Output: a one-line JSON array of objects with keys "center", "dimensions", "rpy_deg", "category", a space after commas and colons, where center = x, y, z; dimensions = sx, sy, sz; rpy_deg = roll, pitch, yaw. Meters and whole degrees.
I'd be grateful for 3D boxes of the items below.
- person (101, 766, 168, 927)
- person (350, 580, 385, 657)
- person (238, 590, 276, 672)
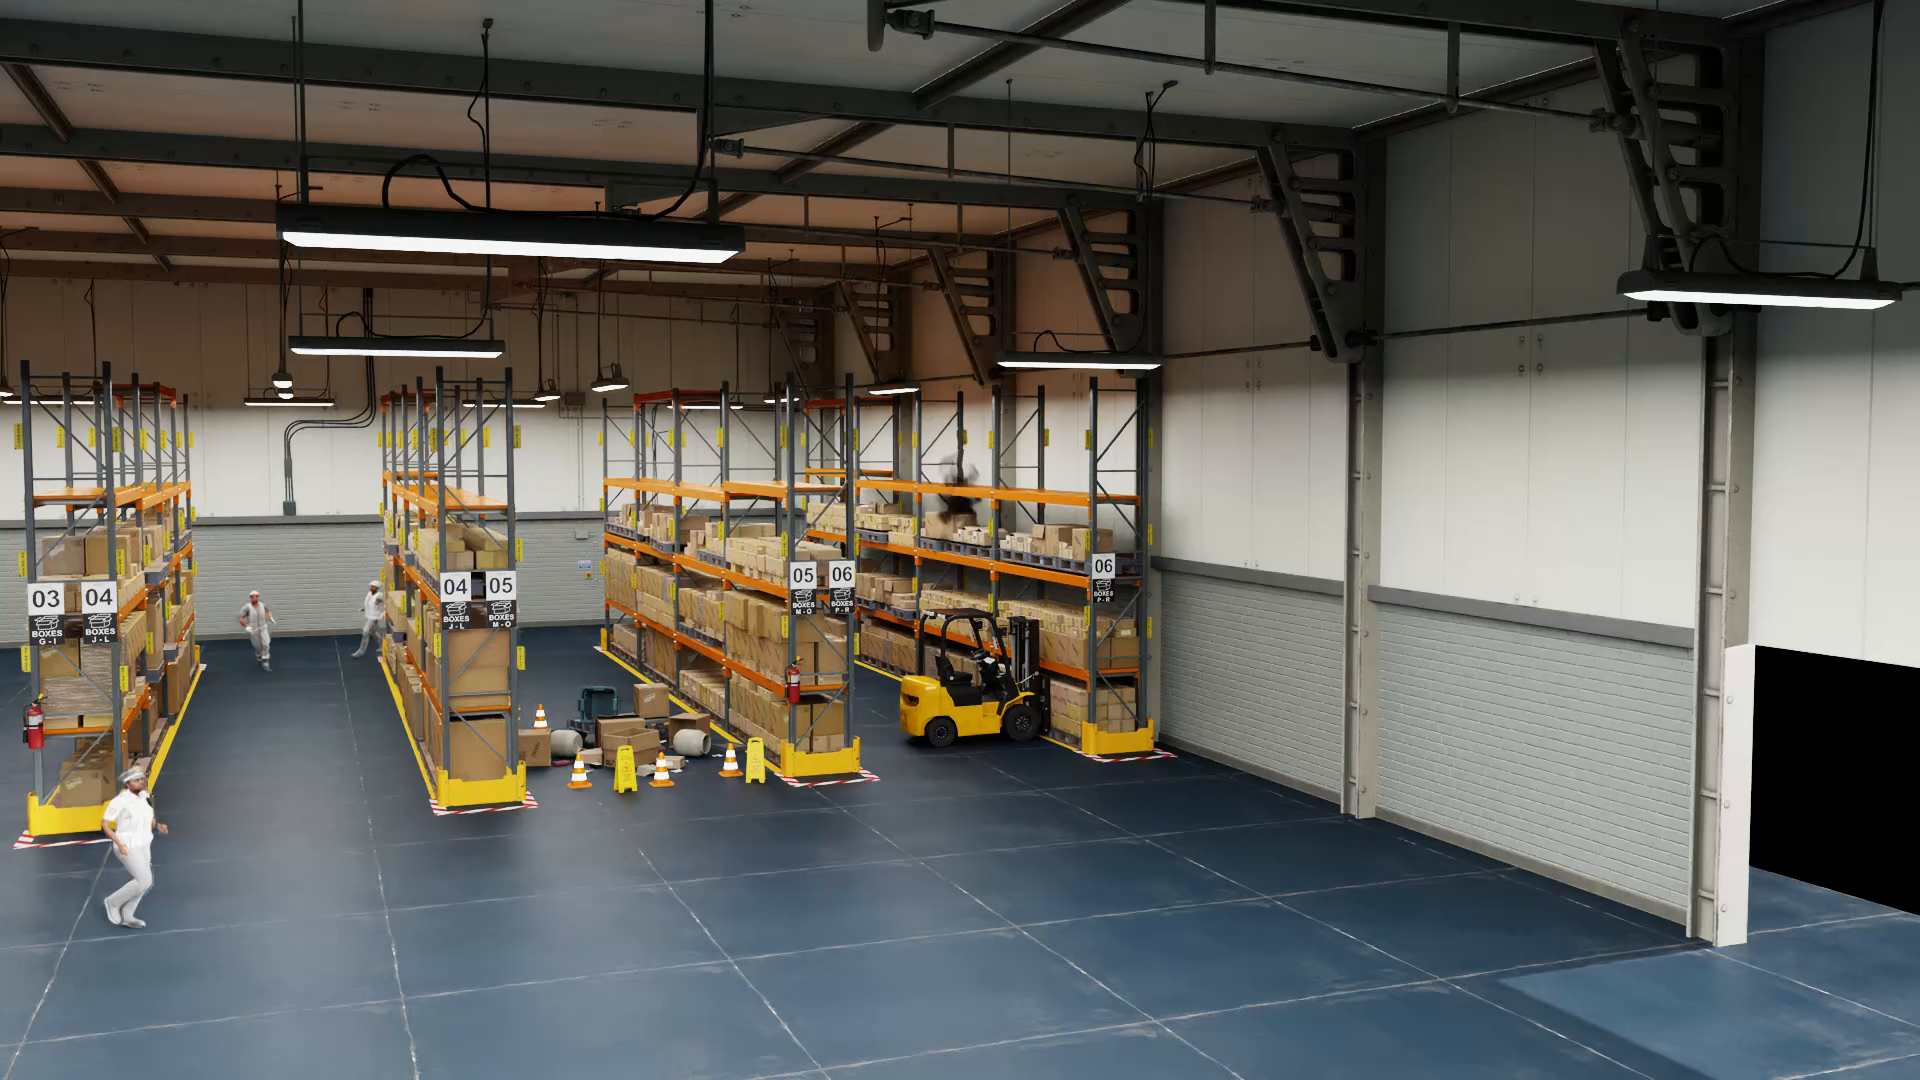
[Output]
[{"center": [-8.452, 3.144, 17.099], "dimensions": [0.565, 1.669, 0.564], "rpy_deg": [1, 4, 11], "category": "person"}, {"center": [-13.542, 1.803, 38.334], "dimensions": [0.741, 1.758, 0.980], "rpy_deg": [3, 5, 43], "category": "person"}, {"center": [-15.266, 1.970, 36.088], "dimensions": [0.760, 1.771, 0.868], "rpy_deg": [-2, 4, -36], "category": "person"}]
